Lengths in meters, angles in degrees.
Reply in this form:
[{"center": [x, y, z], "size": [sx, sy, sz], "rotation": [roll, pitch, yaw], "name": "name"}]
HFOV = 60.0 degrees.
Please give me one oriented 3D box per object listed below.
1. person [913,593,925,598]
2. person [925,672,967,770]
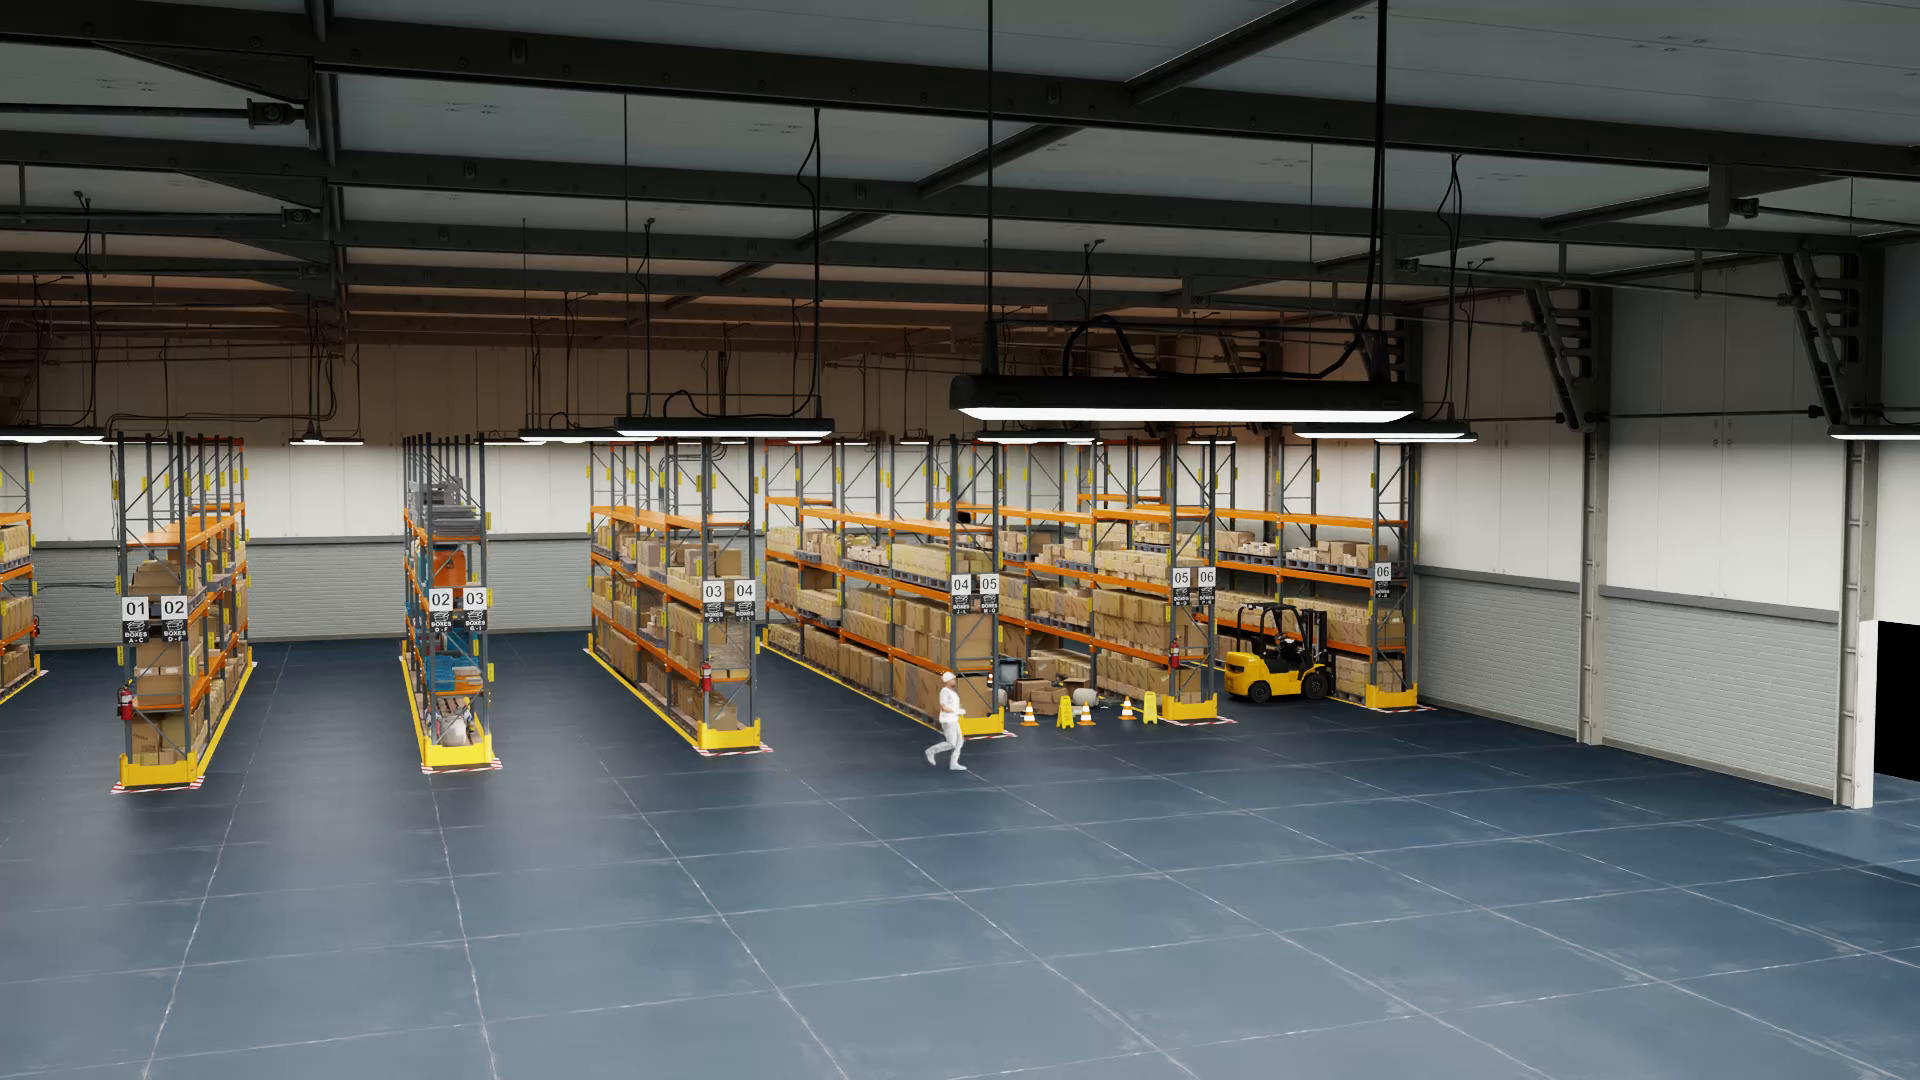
[{"center": [-1.154, 2.055, 51.309], "size": [0.744, 1.721, 0.654], "rotation": [-1, 3, -12], "name": "person"}, {"center": [-0.239, 3.210, 29.494], "size": [0.751, 1.749, 0.684], "rotation": [1, 3, 11], "name": "person"}]
